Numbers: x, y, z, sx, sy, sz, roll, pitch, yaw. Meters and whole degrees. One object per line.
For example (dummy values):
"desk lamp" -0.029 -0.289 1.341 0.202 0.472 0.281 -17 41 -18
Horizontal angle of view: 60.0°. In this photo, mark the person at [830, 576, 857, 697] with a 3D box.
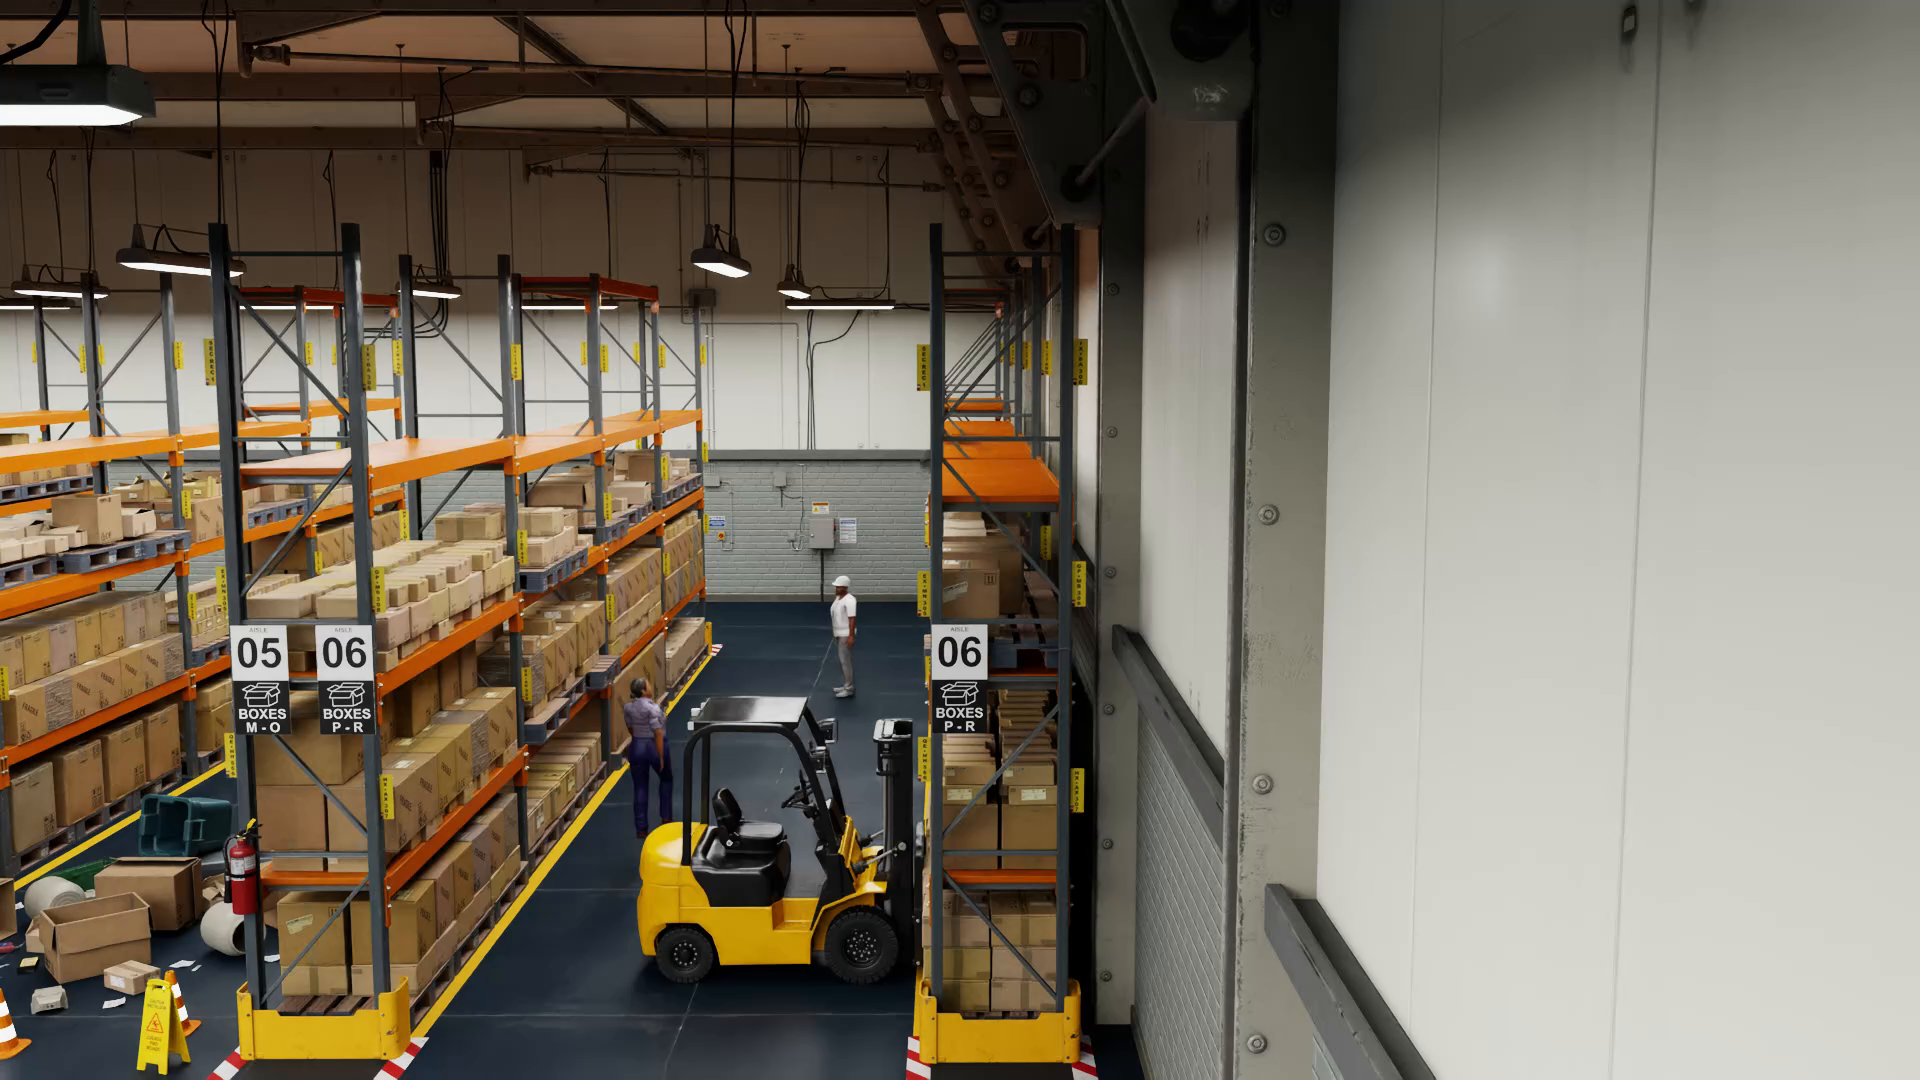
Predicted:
"person" -1.730 1.411 24.628 0.358 1.768 0.653 -3 7 -21

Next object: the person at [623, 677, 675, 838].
"person" -3.179 2.196 16.929 0.468 1.653 0.743 0 7 -2
